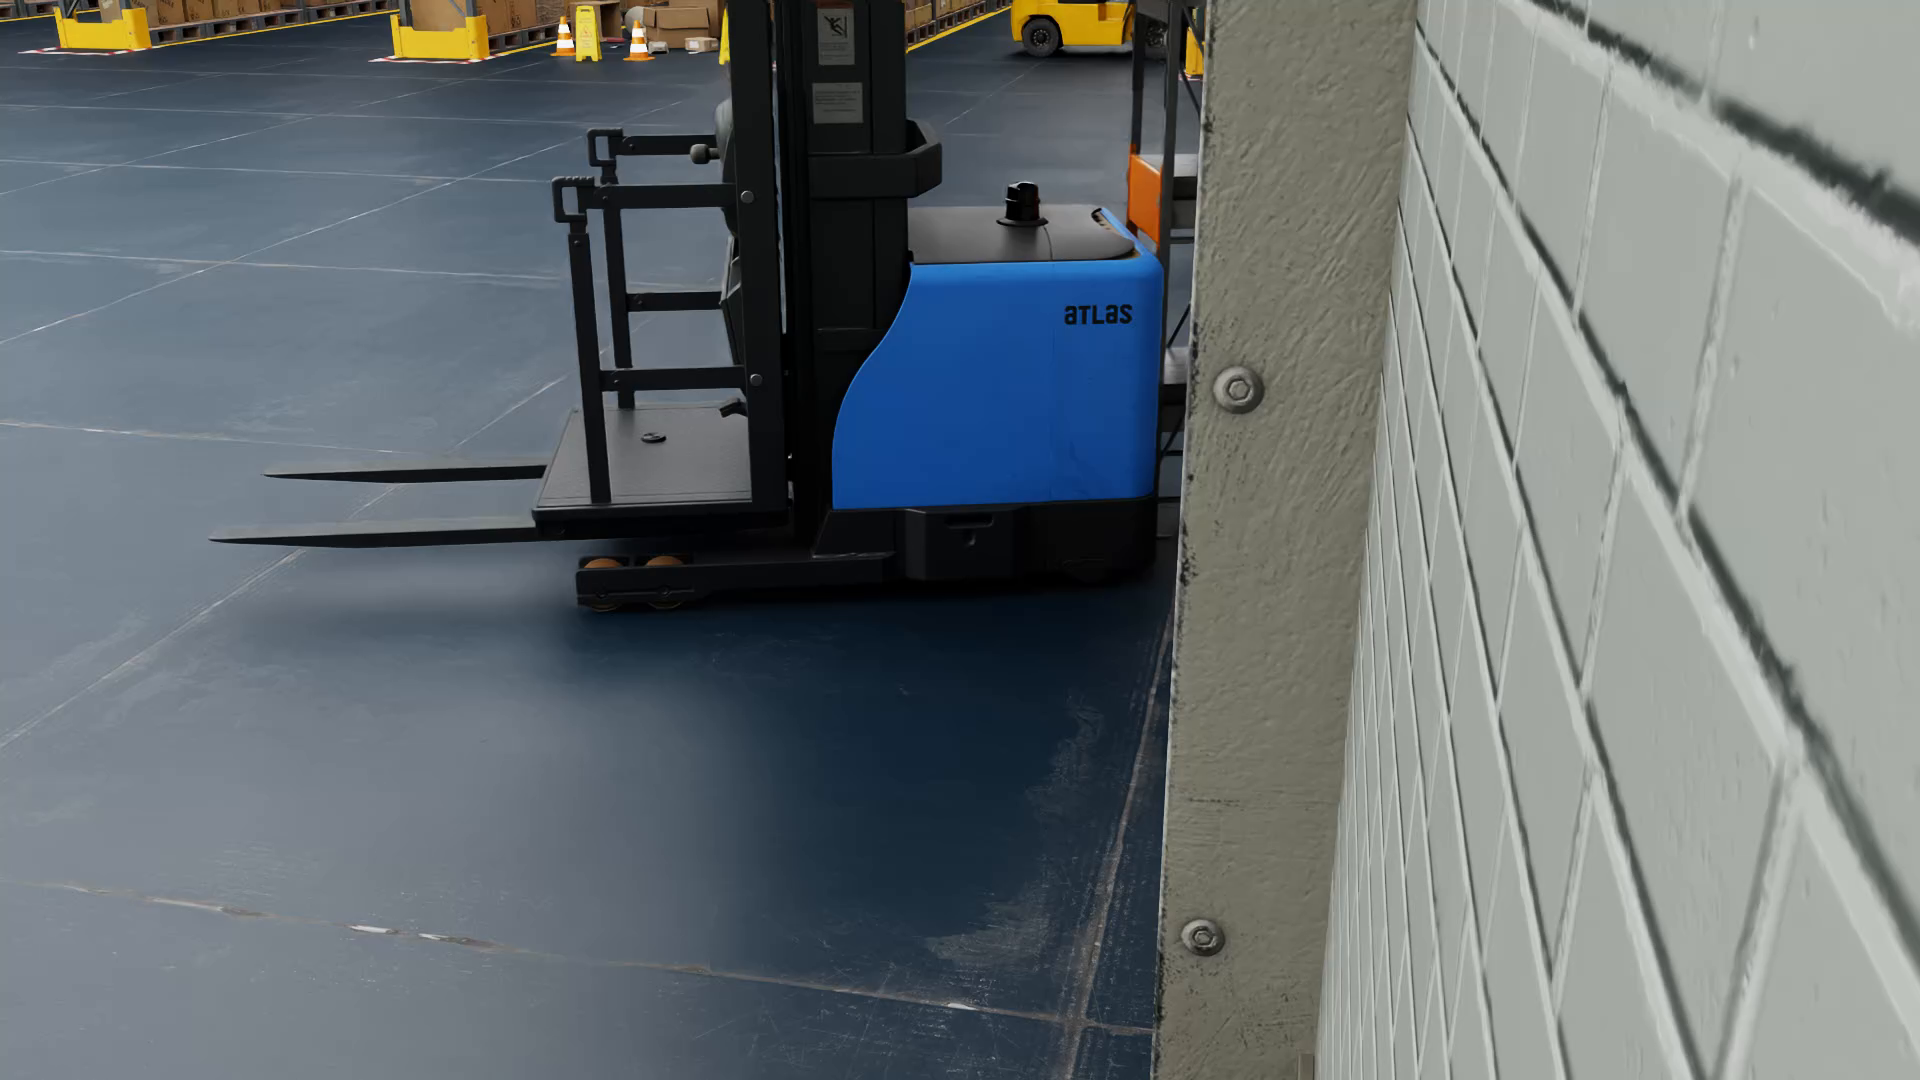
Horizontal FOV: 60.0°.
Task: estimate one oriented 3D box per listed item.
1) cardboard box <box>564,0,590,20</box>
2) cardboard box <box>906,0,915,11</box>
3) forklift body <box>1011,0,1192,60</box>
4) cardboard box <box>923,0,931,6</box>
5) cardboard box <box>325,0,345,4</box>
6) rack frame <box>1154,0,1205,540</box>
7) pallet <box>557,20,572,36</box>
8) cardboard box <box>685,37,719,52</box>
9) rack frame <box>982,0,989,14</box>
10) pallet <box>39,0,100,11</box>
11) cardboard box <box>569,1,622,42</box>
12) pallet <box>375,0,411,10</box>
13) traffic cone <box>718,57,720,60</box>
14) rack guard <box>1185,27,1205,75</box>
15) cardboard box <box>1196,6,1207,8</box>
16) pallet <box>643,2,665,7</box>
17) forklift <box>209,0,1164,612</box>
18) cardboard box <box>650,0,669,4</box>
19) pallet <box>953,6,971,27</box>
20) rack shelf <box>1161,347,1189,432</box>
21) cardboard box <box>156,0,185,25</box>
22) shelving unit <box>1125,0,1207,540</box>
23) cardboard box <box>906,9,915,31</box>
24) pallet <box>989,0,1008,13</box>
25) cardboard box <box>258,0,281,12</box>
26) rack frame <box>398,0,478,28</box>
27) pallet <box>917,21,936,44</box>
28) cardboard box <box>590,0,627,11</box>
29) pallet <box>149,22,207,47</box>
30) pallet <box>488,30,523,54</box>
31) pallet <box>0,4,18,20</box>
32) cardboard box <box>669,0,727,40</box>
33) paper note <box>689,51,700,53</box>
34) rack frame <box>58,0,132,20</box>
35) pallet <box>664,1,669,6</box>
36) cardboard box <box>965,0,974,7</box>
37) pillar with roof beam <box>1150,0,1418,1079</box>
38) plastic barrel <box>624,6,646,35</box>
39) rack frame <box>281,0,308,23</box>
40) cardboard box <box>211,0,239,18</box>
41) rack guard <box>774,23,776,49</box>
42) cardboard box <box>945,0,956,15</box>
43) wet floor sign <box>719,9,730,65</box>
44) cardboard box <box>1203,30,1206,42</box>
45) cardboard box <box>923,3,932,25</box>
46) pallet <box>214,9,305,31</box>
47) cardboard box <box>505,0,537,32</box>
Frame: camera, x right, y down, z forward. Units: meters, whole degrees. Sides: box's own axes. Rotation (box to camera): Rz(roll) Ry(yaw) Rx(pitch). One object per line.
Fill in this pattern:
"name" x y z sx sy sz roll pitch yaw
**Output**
"cardboard box" -5.905 -7.944 23.835 0.875 0.875 0.875 5 22 12
"cardboard box" -0.904 -7.277 22.010 0.500 0.500 0.500 6 23 14
"forklift body" 1.803 -7.218 20.886 2.313 2.155 1.214 4 22 11
"cardboard box" -0.699 -7.650 22.936 0.500 0.500 0.500 4 22 10
"cardboard box" -10.281 -8.815 26.472 0.700 0.500 0.500 4 22 11
"rack frame" 0.854 -0.986 5.479 0.400 2.100 0.015 -3 22 -6
"pallet" -5.940 -7.394 23.919 1.003 0.211 1.213 4 22 11
"cardboard box" -3.368 -6.467 21.701 0.380 0.149 0.250 18 28 38
"rack frame" -0.025 -10.082 26.861 1.000 3.000 0.127 4 22 11
"pallet" -15.023 -9.197 28.395 1.003 0.211 1.213 4 22 11
"cardboard box" -5.020 -7.156 22.937 0.500 0.500 0.500 8 23 20
"pallet" -9.888 -9.259 28.549 1.003 0.211 1.213 4 22 11
"traffic cone" -2.833 -6.235 20.705 0.336 0.463 0.334 4 22 11
"rack guard" 3.198 -5.611 19.106 1.175 0.500 0.348 4 22 11
"cardboard box" 2.991 -6.355 19.386 0.500 0.250 0.500 5 23 13
"pallet" -5.377 -8.402 26.421 1.003 0.211 1.213 4 22 11
"forklift" -0.904 -1.339 5.243 3.031 2.935 1.130 -2 22 -6
"cardboard box" -5.279 -9.038 26.718 1.050 0.750 0.750 5 22 12
"pallet" -0.437 -8.058 25.568 1.003 0.211 1.213 4 22 11
"rack shelf" 0.825 -0.414 5.970 0.431 0.518 0.480 -3 22 -6
"cardboard box" -11.127 -7.396 22.974 0.500 0.500 0.500 11 24 25
"shelving unit" 0.825 -1.076 5.703 0.431 2.100 0.503 -3 22 -6
"cardboard box" -0.906 -6.921 22.130 0.500 0.250 0.500 5 22 12
"pallet" 0.209 -9.071 28.084 1.003 0.211 1.213 4 22 11
"cardboard box" -10.664 -8.267 25.137 0.500 0.500 0.500 4 22 9
"rack frame" -6.524 -7.497 20.442 1.000 3.000 0.127 4 22 11
"pallet" -0.944 -7.078 23.133 1.003 0.211 1.213 4 22 11
"cardboard box" -5.669 -8.345 24.997 1.050 0.750 0.750 4 22 11
"pallet" -11.143 -6.941 22.793 1.003 0.211 1.213 4 22 11
"pallet" -6.438 -6.502 21.704 1.003 0.211 1.213 4 22 11
"pallet" -15.570 -8.217 25.961 1.003 0.211 1.213 4 22 11
"cardboard box" -3.595 -7.240 22.963 0.797 0.637 0.503 4 22 11
"paper note" -3.413 -6.277 21.386 0.148 0.019 0.142 -3 22 -8
"rack frame" -11.359 -7.912 21.472 1.000 3.000 0.127 4 22 11
"pallet" -5.126 -8.847 27.526 1.003 0.211 1.213 4 22 11
"cardboard box" -0.293 -8.582 26.091 0.950 0.372 0.625 4 22 10
"pillar with roof beam" -3.661 -3.493 2.471 9.100 9.000 0.400 4 22 11
"plastic barrel" -4.438 -7.233 23.235 0.421 0.421 0.512 -16 27 -35
"rack frame" -10.543 -9.375 25.105 1.000 3.000 0.127 4 22 11
"cardboard box" -10.823 -7.824 24.037 0.500 0.500 0.500 2 22 6
"rack guard" -1.642 -6.025 20.132 1.175 0.500 0.348 4 22 11
"cardboard box" -0.593 -8.050 24.772 0.950 0.372 0.625 6 23 14
"wet floor sign" -2.744 -6.077 20.066 0.267 0.644 0.232 13 25 29
"cardboard box" 2.989 -5.895 19.582 0.500 0.250 0.500 5 22 11
"cardboard box" -0.699 -7.302 23.076 0.500 0.250 0.500 5 23 13
"pallet" -10.645 -7.833 25.009 1.003 0.211 1.213 4 22 11
"cardboard box" -6.273 -7.281 22.188 0.875 0.875 0.875 4 22 10
